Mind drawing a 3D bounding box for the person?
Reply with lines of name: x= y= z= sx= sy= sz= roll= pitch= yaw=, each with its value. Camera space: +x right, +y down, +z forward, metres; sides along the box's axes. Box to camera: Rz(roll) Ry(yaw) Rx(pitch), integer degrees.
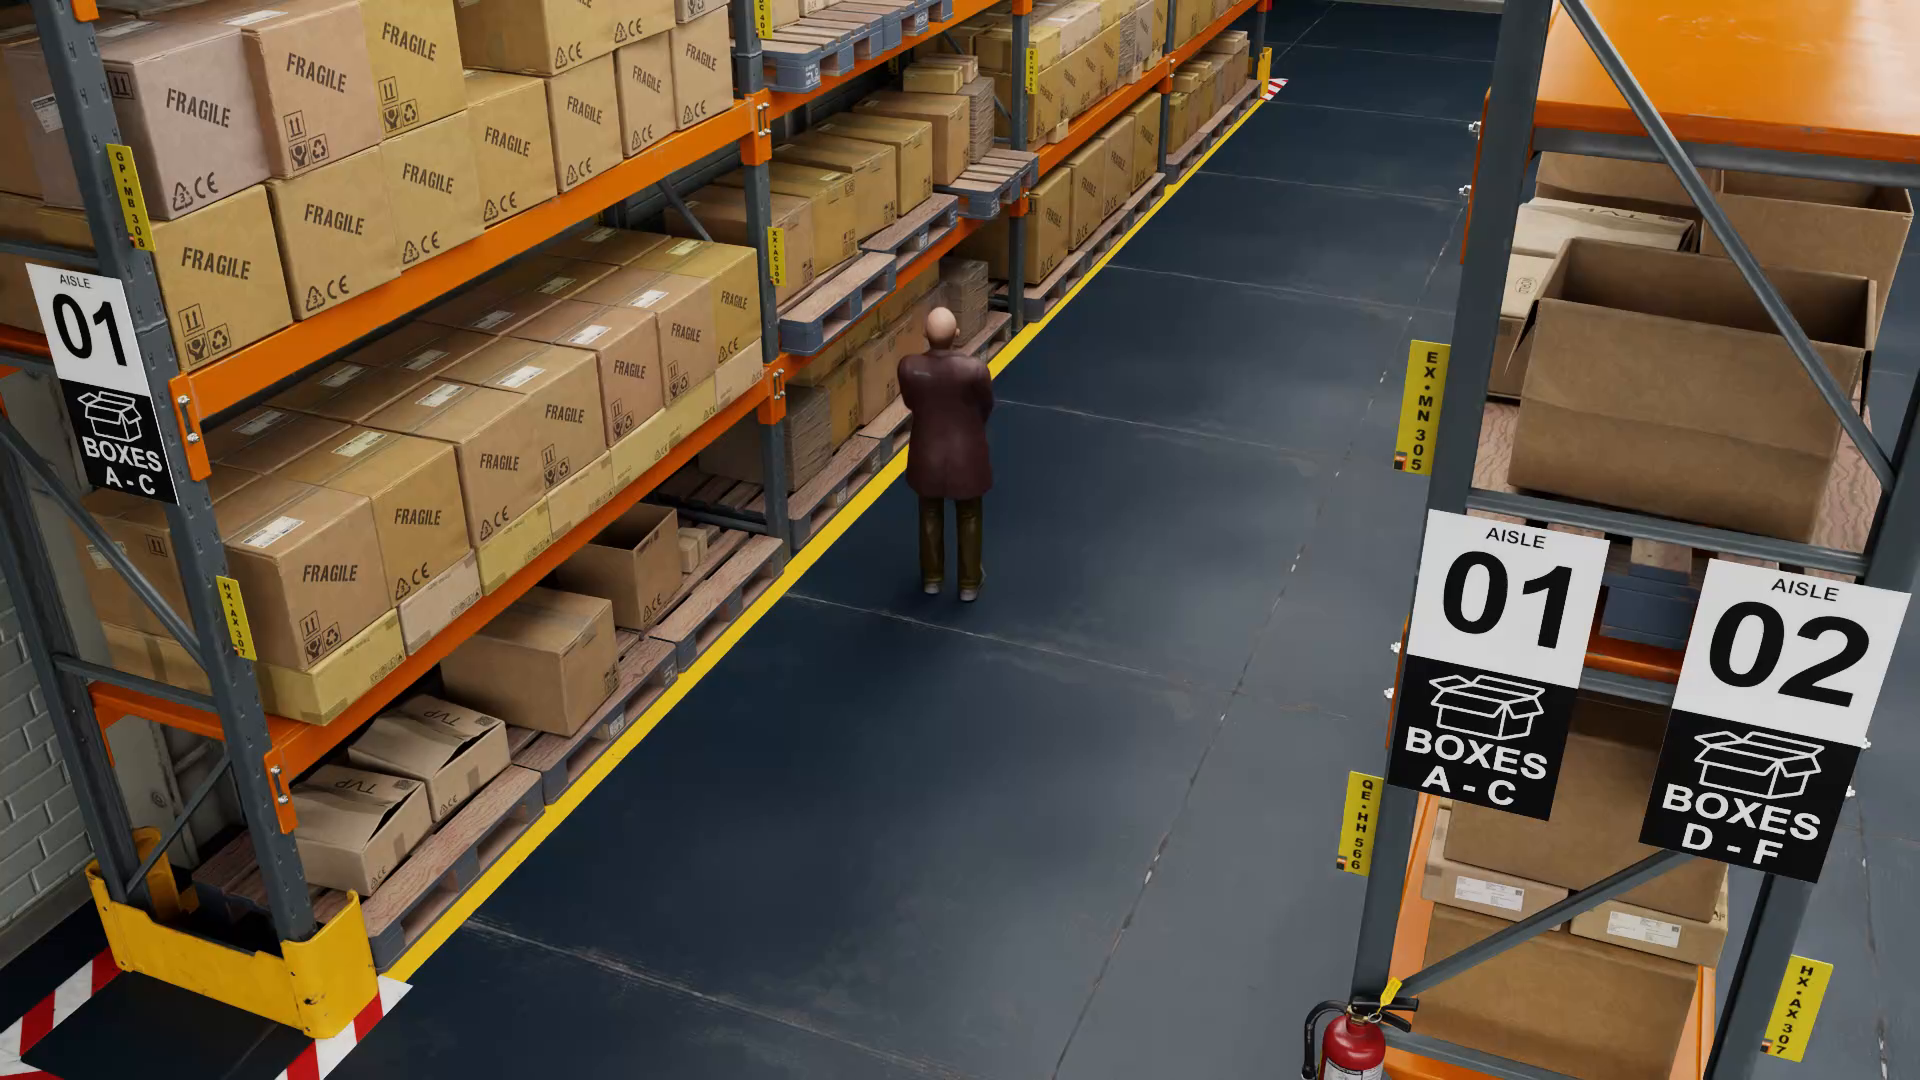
person: x=-0.060 y=-0.536 z=9.382 sx=0.530 sy=1.769 sz=0.563 roll=4 pitch=29 yaw=7
